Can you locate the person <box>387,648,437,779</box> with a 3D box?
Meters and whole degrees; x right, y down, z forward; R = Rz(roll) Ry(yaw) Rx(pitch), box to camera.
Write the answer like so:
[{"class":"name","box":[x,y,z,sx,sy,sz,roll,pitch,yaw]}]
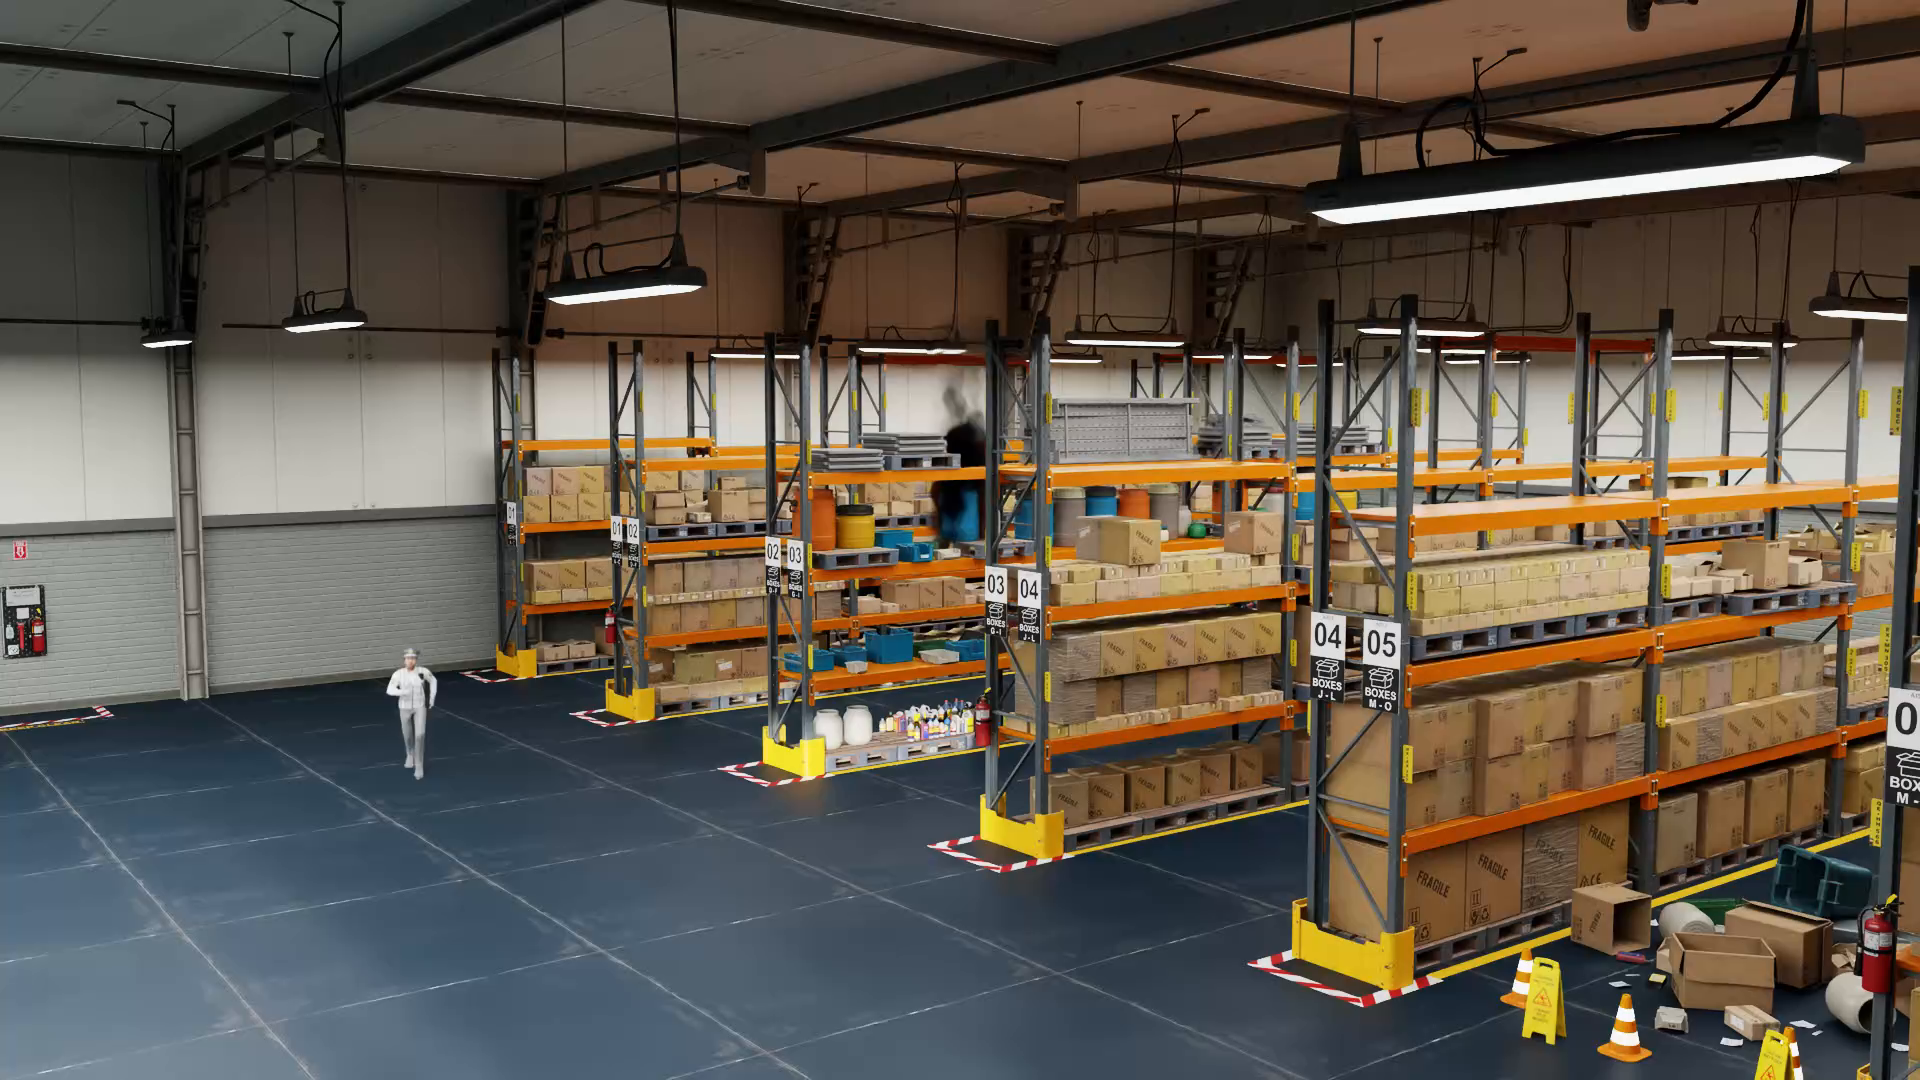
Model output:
[{"class":"person","box":[-7.453,2.324,22.638,0.636,1.744,0.798,-1,5,-16]}]
